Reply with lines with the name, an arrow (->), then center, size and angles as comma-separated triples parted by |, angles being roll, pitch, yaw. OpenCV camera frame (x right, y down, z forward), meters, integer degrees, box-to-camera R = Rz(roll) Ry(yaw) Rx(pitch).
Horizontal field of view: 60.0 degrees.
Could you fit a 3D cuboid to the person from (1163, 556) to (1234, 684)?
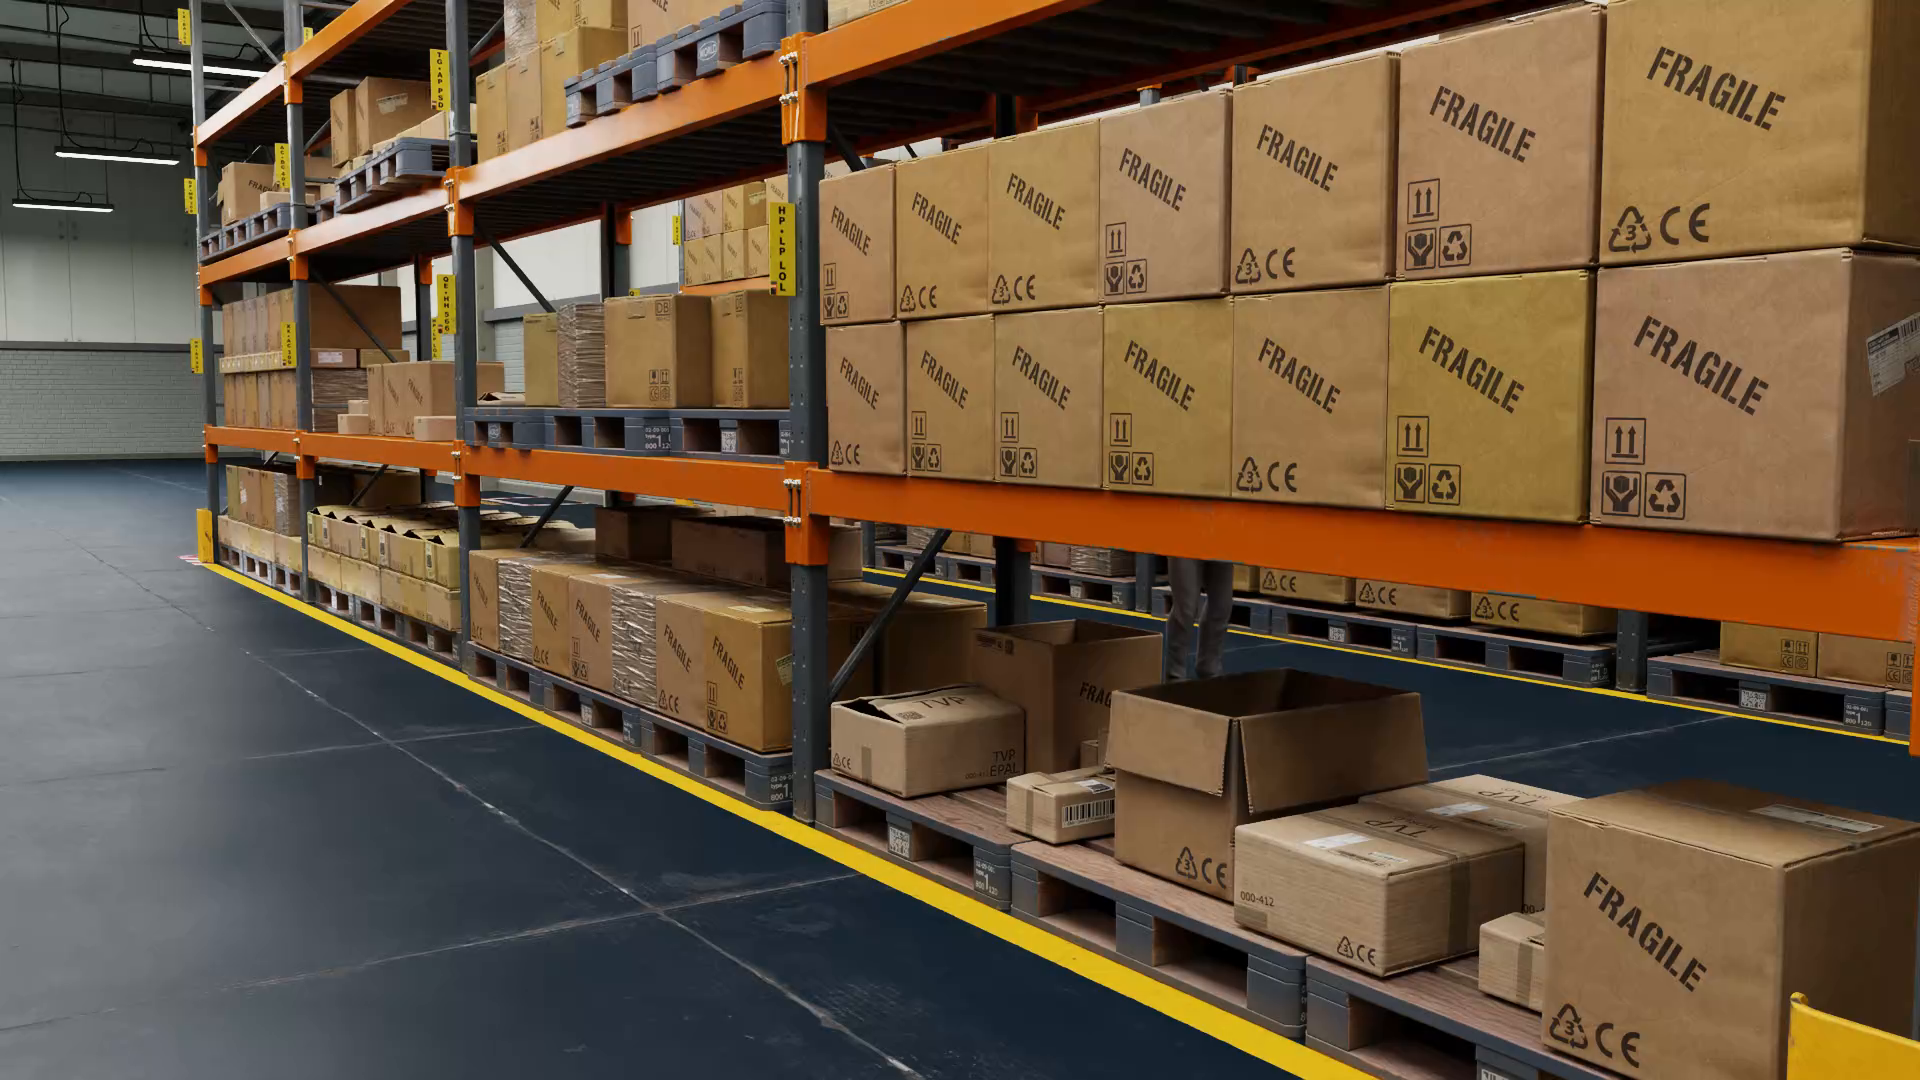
person -> 1.316, -0.028, 8.775 | 0.451, 1.689, 0.527 | -3, 6, -33
